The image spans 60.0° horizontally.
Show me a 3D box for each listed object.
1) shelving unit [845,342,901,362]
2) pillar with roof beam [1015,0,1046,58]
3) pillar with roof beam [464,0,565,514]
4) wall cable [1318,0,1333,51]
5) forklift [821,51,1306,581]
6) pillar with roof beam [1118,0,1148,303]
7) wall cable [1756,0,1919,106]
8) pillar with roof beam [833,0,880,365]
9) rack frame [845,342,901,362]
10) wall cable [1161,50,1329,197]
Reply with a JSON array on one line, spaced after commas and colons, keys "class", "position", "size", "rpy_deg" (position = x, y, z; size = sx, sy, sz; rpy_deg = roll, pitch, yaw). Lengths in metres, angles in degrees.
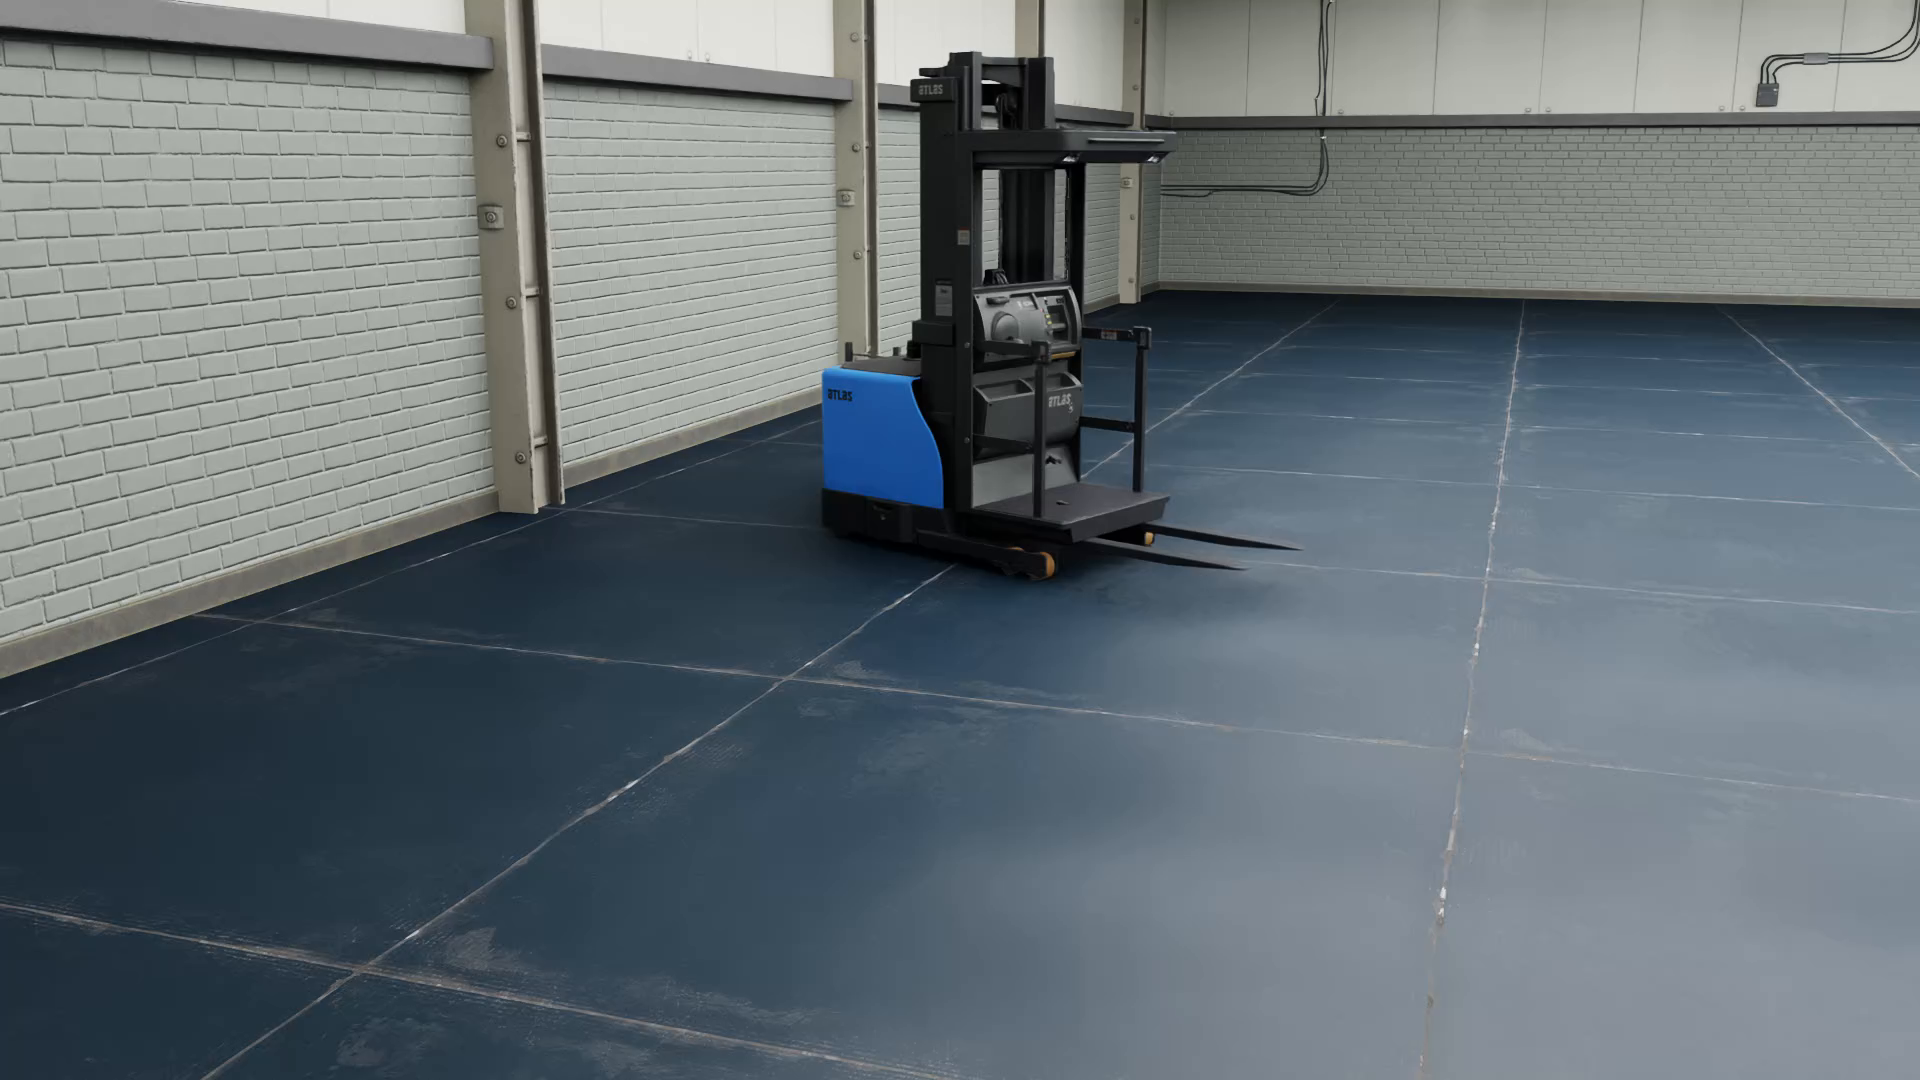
[{"class": "shelving unit", "position": [-0.252, -0.853, 11.698], "size": [0.538, 1.125, 1.048], "rpy_deg": [11, 17, 40]}, {"class": "pillar with roof beam", "position": [4.989, -6.833, 20.203], "size": [9.100, 9.000, 0.400], "rpy_deg": [4, 14, 18]}, {"class": "pillar with roof beam", "position": [1.107, -4.307, 9.133], "size": [9.100, 9.000, 0.400], "rpy_deg": [4, 14, 18]}, {"class": "wall cable", "position": [7.621, -9.685, 28.327], "size": [3.097, 2.526, 0.112], "rpy_deg": [4, 14, 18]}, {"class": "forklift", "position": [0.567, -1.330, 9.727], "size": [3.031, 2.935, 1.130], "rpy_deg": [11, 17, 39]}, {"class": "pillar with roof beam", "position": [6.931, -8.097, 25.738], "size": [9.100, 9.000, 0.400], "rpy_deg": [4, 14, 18]}, {"class": "wall cable", "position": [14.039, -9.903, 26.009], "size": [2.305, 6.003, 0.169], "rpy_deg": [4, 14, 18]}, {"class": "pillar with roof beam", "position": [3.048, -5.570, 14.668], "size": [9.100, 9.000, 0.400], "rpy_deg": [4, 14, 18]}, {"class": "rack frame", "position": [-0.588, -0.768, 11.327], "size": [0.500, 1.125, 0.032], "rpy_deg": [11, 17, 40]}, {"class": "wall cable", "position": [5.062, -7.418, 29.742], "size": [3.097, 2.526, 0.112], "rpy_deg": [4, 14, 18]}]
